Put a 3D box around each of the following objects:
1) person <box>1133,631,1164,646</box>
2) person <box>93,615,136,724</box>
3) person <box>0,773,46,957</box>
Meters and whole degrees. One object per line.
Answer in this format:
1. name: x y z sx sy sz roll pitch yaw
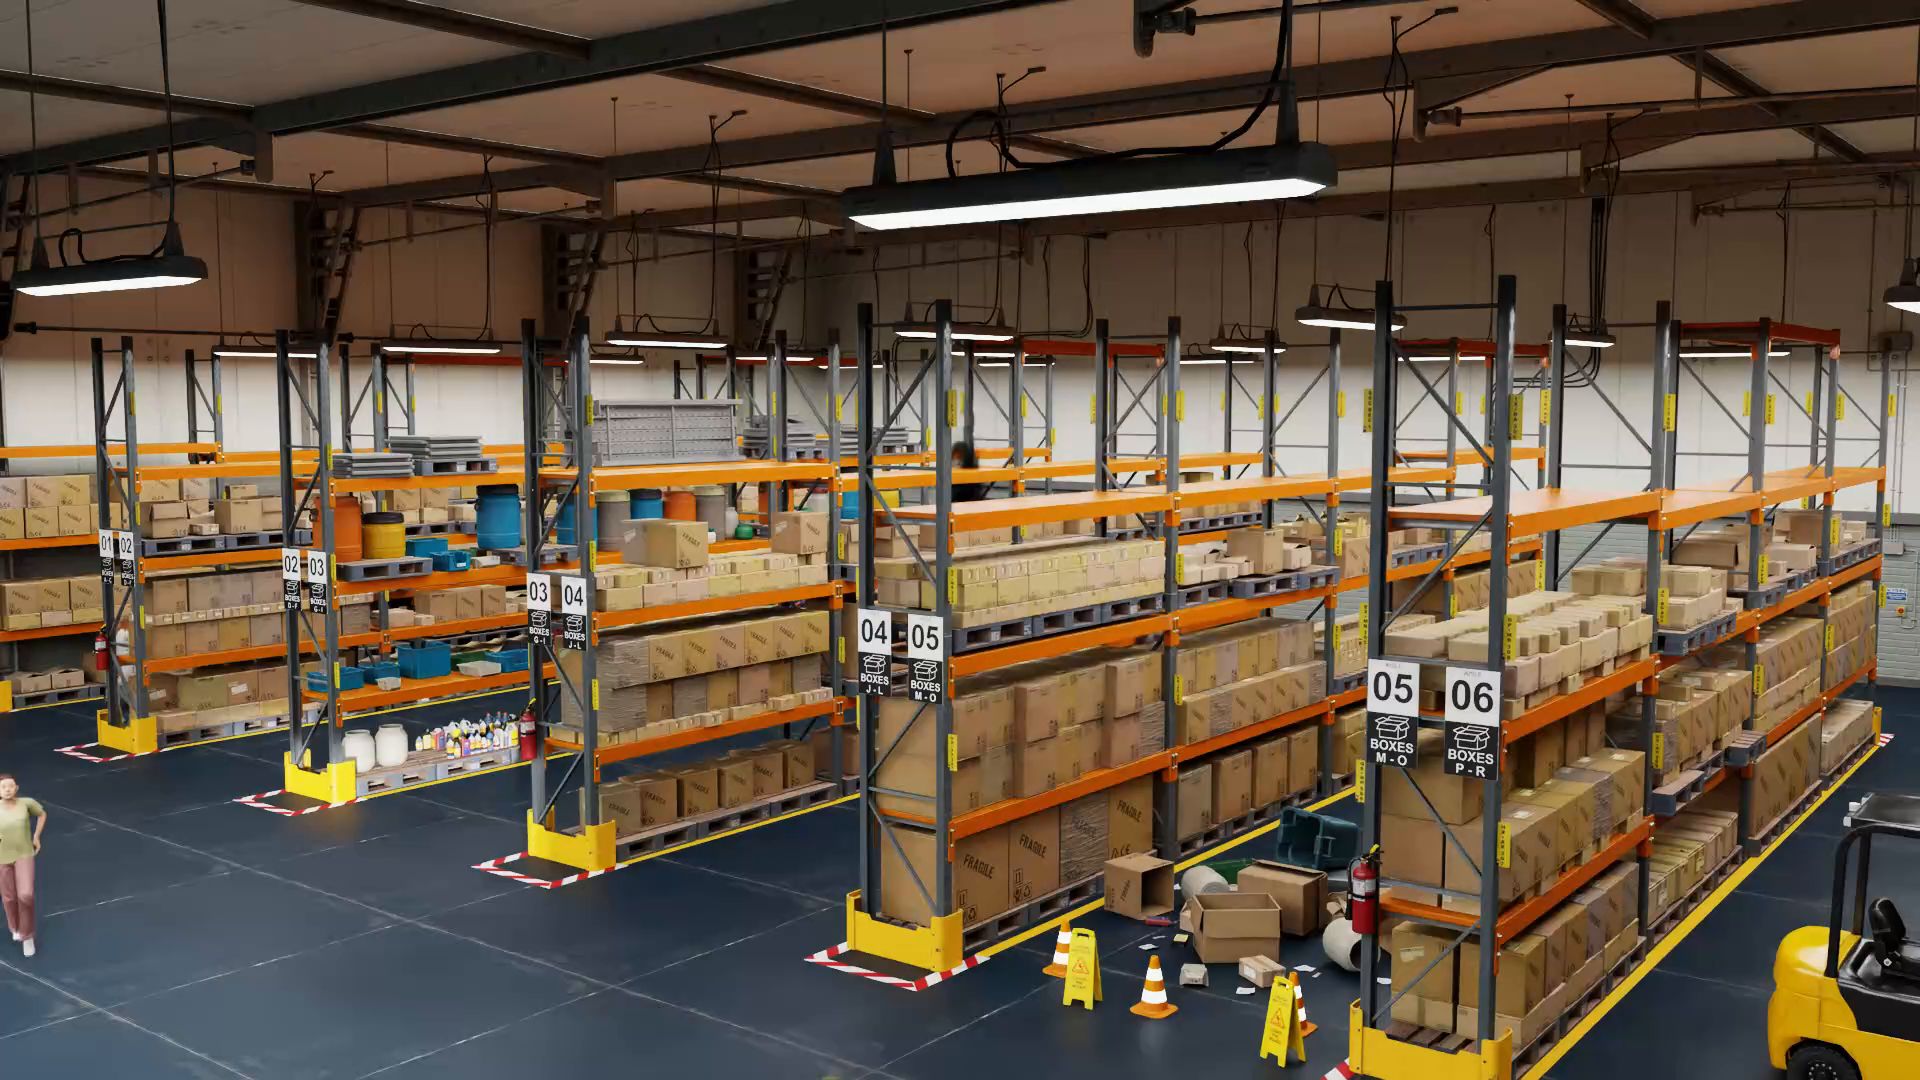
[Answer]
1. person: 2.835 1.880 24.600 0.703 1.770 0.617 3 6 31
2. person: -12.926 2.058 25.724 0.719 1.822 0.888 4 6 35
3. person: -8.784 3.000 15.429 0.556 1.710 0.711 -2 6 -26
